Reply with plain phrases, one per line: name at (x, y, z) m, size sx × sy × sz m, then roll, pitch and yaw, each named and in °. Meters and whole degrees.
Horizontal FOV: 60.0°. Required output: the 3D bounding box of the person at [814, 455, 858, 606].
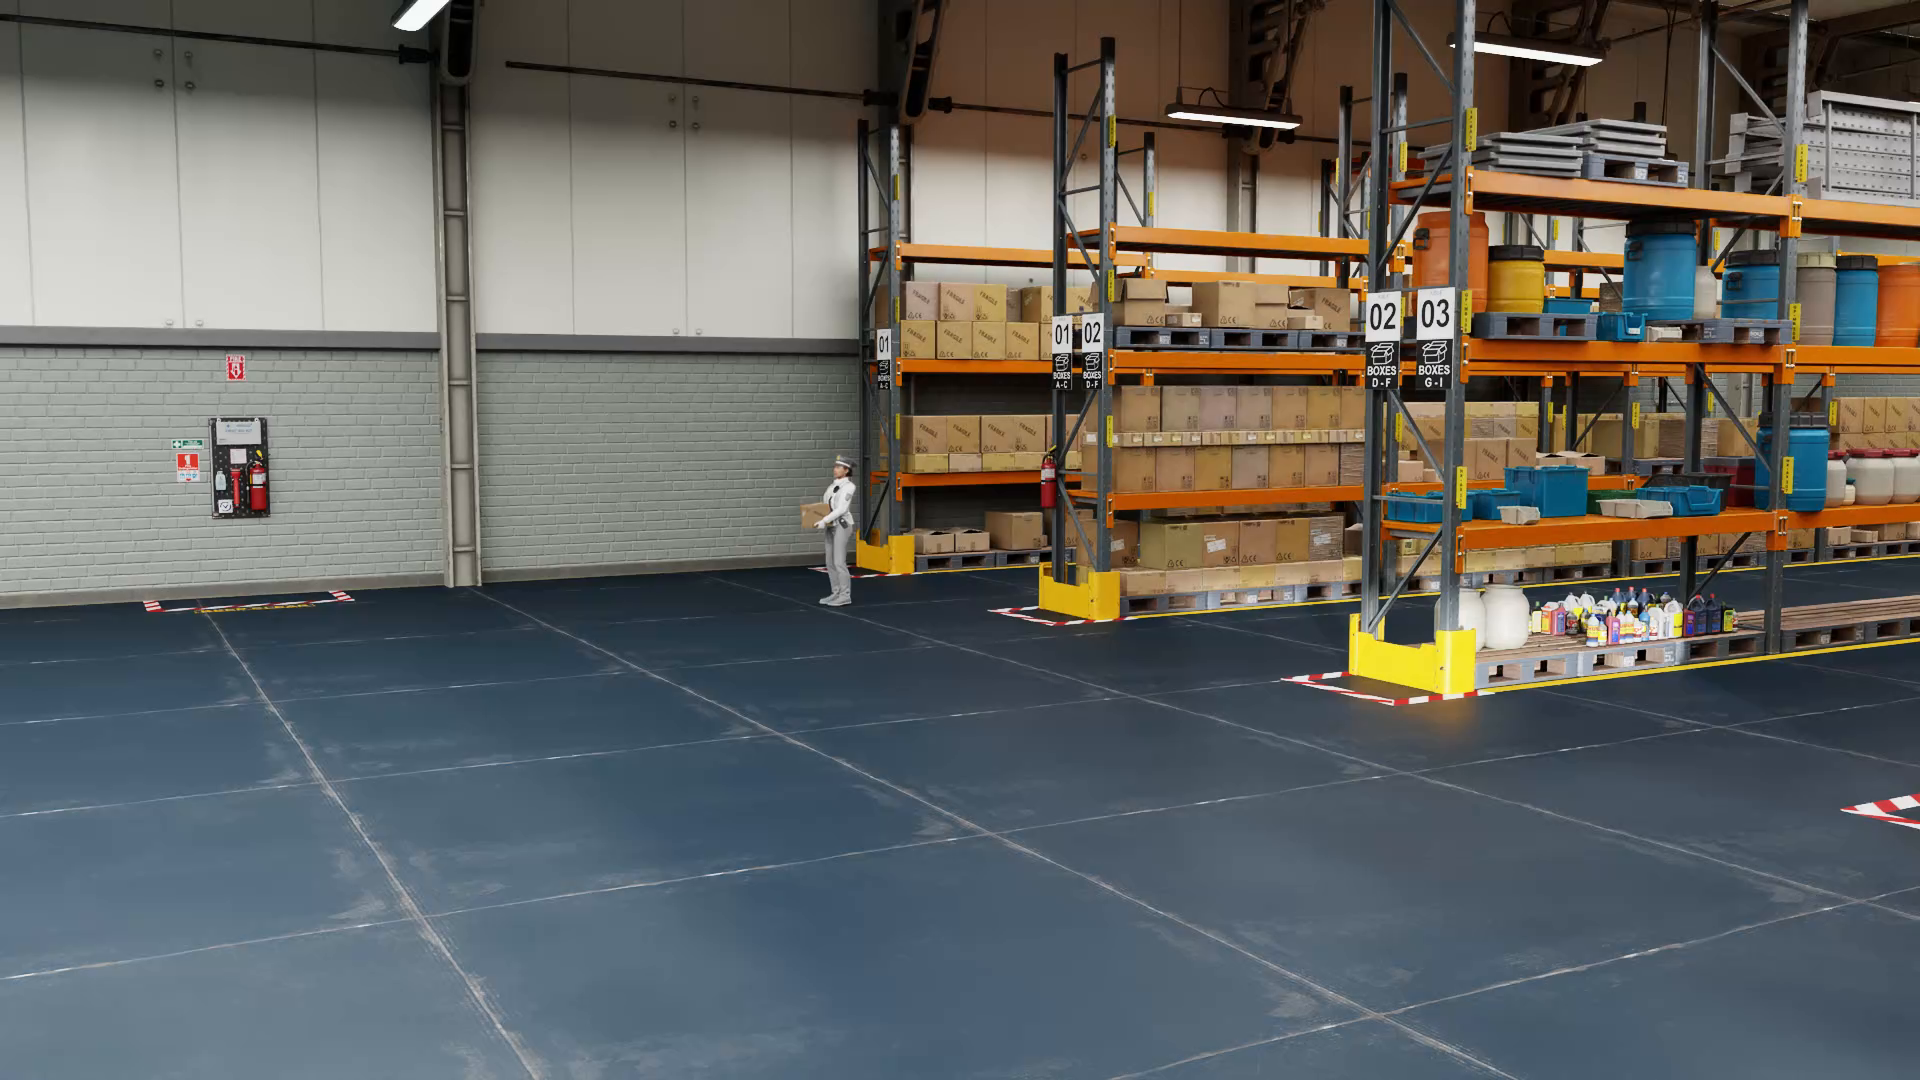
person at (-1.426, -0.114, 18.623) m, size 0.563 × 1.687 × 0.461 m, roll -3°, pitch 6°, yaw -29°
